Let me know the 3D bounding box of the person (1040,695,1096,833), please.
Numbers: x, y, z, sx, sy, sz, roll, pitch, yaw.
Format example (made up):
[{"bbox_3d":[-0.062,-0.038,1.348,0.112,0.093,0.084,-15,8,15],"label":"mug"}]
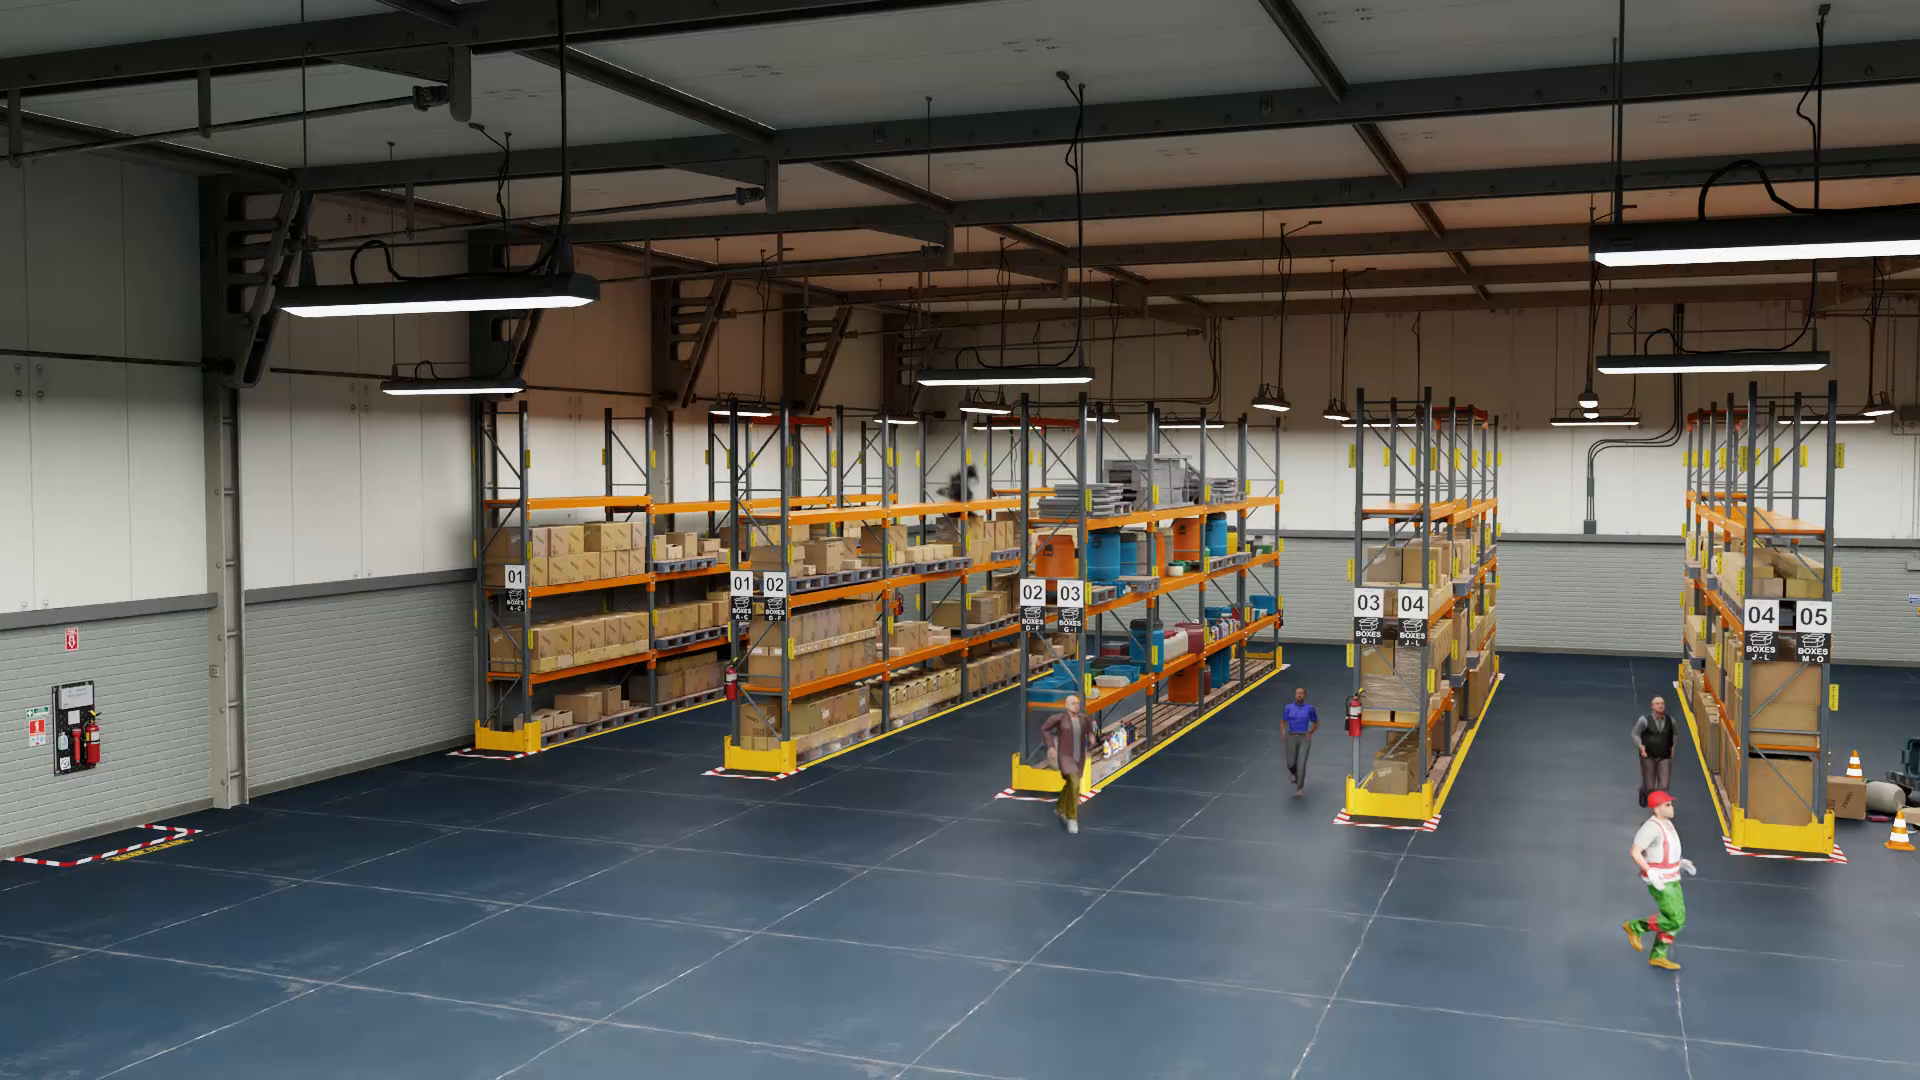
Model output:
[{"bbox_3d":[1.515,3.019,22.591,0.685,1.839,0.859,-2,3,-32],"label":"person"}]

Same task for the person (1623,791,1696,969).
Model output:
[{"bbox_3d":[6.892,3.336,16.379,0.658,1.738,0.601,-3,4,-45],"label":"person"}]

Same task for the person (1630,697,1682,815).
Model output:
[{"bbox_3d":[9.694,3.027,23.149,0.675,1.691,0.723,0,3,8],"label":"person"}]

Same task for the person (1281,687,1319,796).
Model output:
[{"bbox_3d":[5.063,2.995,24.828,0.566,1.588,0.598,1,3,16],"label":"person"}]
